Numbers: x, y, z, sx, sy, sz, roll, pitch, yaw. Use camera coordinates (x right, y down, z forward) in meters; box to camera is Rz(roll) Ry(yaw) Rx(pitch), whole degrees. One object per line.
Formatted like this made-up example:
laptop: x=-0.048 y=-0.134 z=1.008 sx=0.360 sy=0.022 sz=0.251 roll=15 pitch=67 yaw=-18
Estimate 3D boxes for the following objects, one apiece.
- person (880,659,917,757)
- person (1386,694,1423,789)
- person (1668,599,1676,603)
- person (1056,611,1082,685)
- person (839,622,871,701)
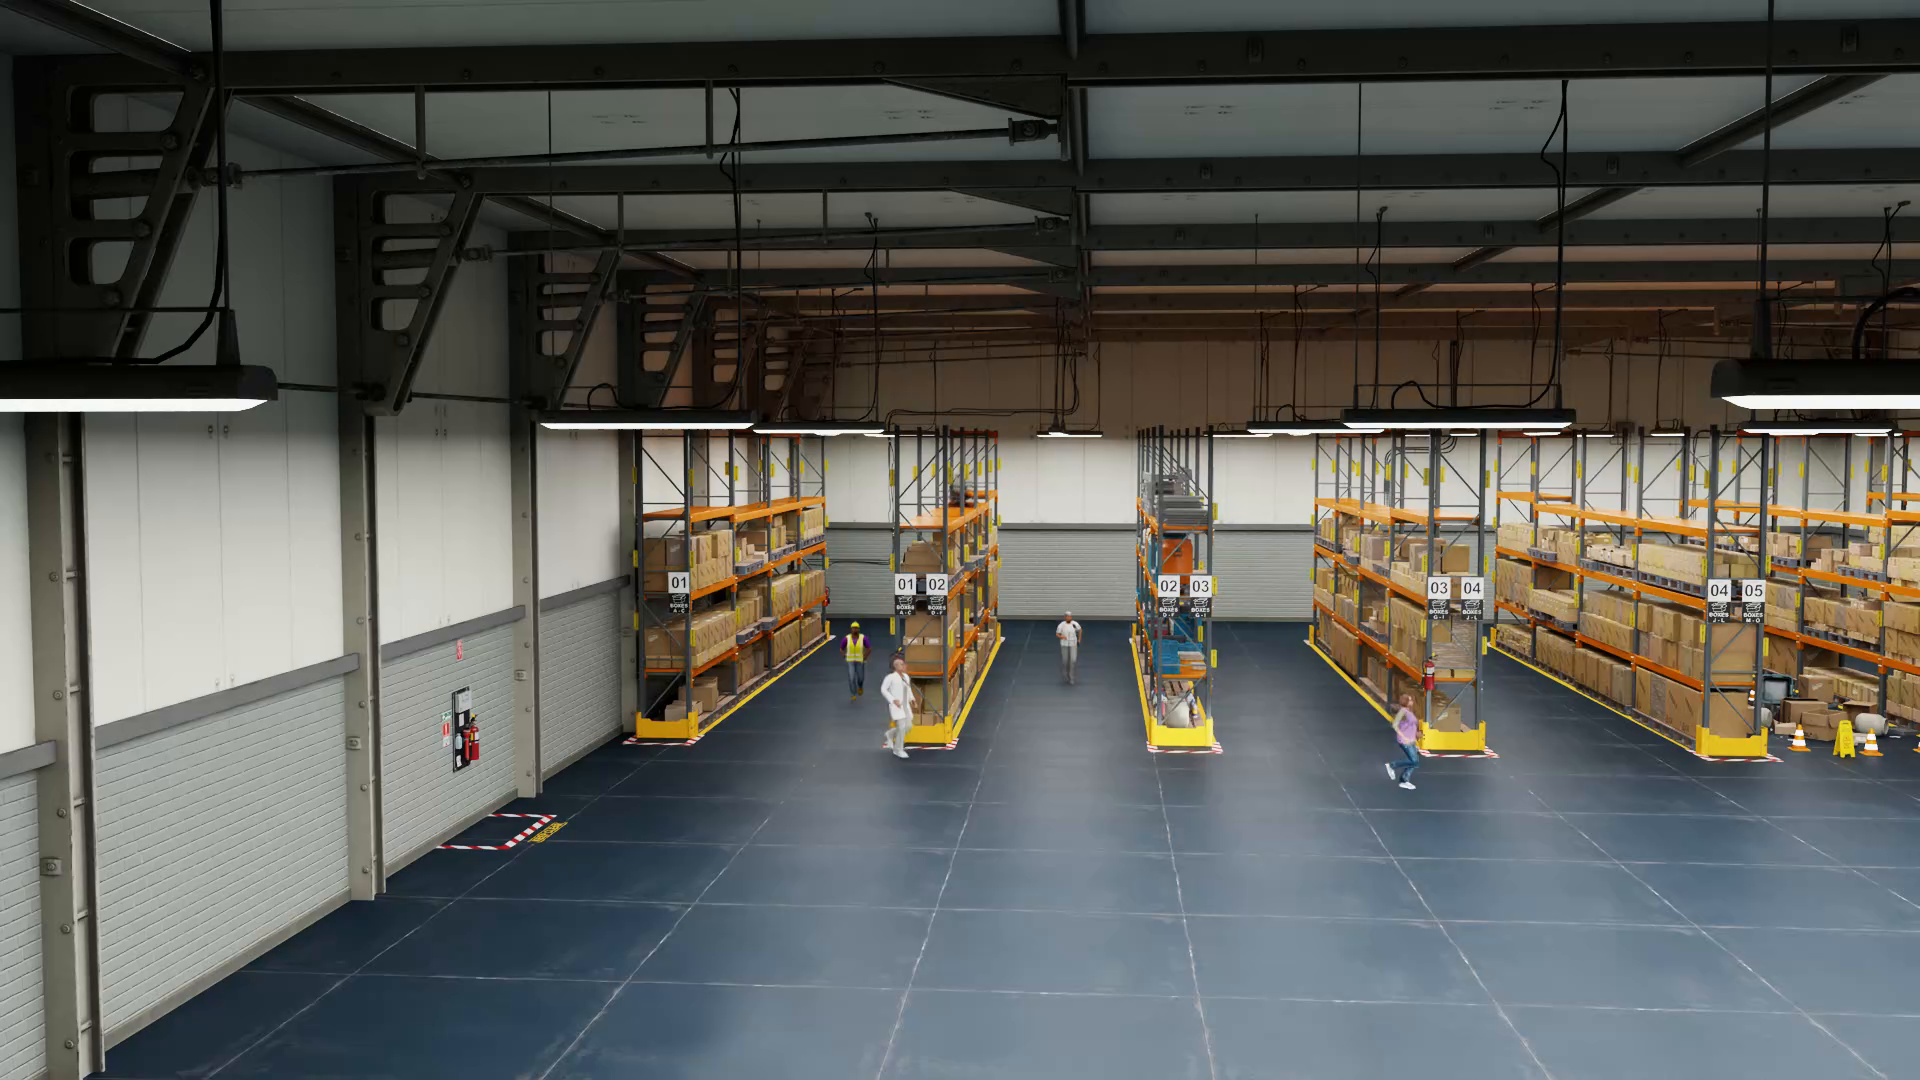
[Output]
person: x=-1.121 y=3.052 z=30.285 sx=0.637 sy=1.757 sz=0.775 roll=3 pitch=5 yaw=44
person: x=7.315 y=3.307 z=27.350 sx=0.549 sy=1.555 sz=0.548 roll=2 pitch=4 yaw=35
person: x=20.387 y=2.093 z=47.208 sx=0.673 sy=1.706 sz=0.622 roll=1 pitch=4 yaw=18
person: x=2.571 y=2.538 z=39.312 sx=0.608 sy=1.719 sz=0.759 roll=0 pitch=3 yaw=5
person: x=-2.307 y=2.659 z=36.555 sx=0.697 sy=1.717 sz=0.609 roll=0 pitch=3 yaw=-2
